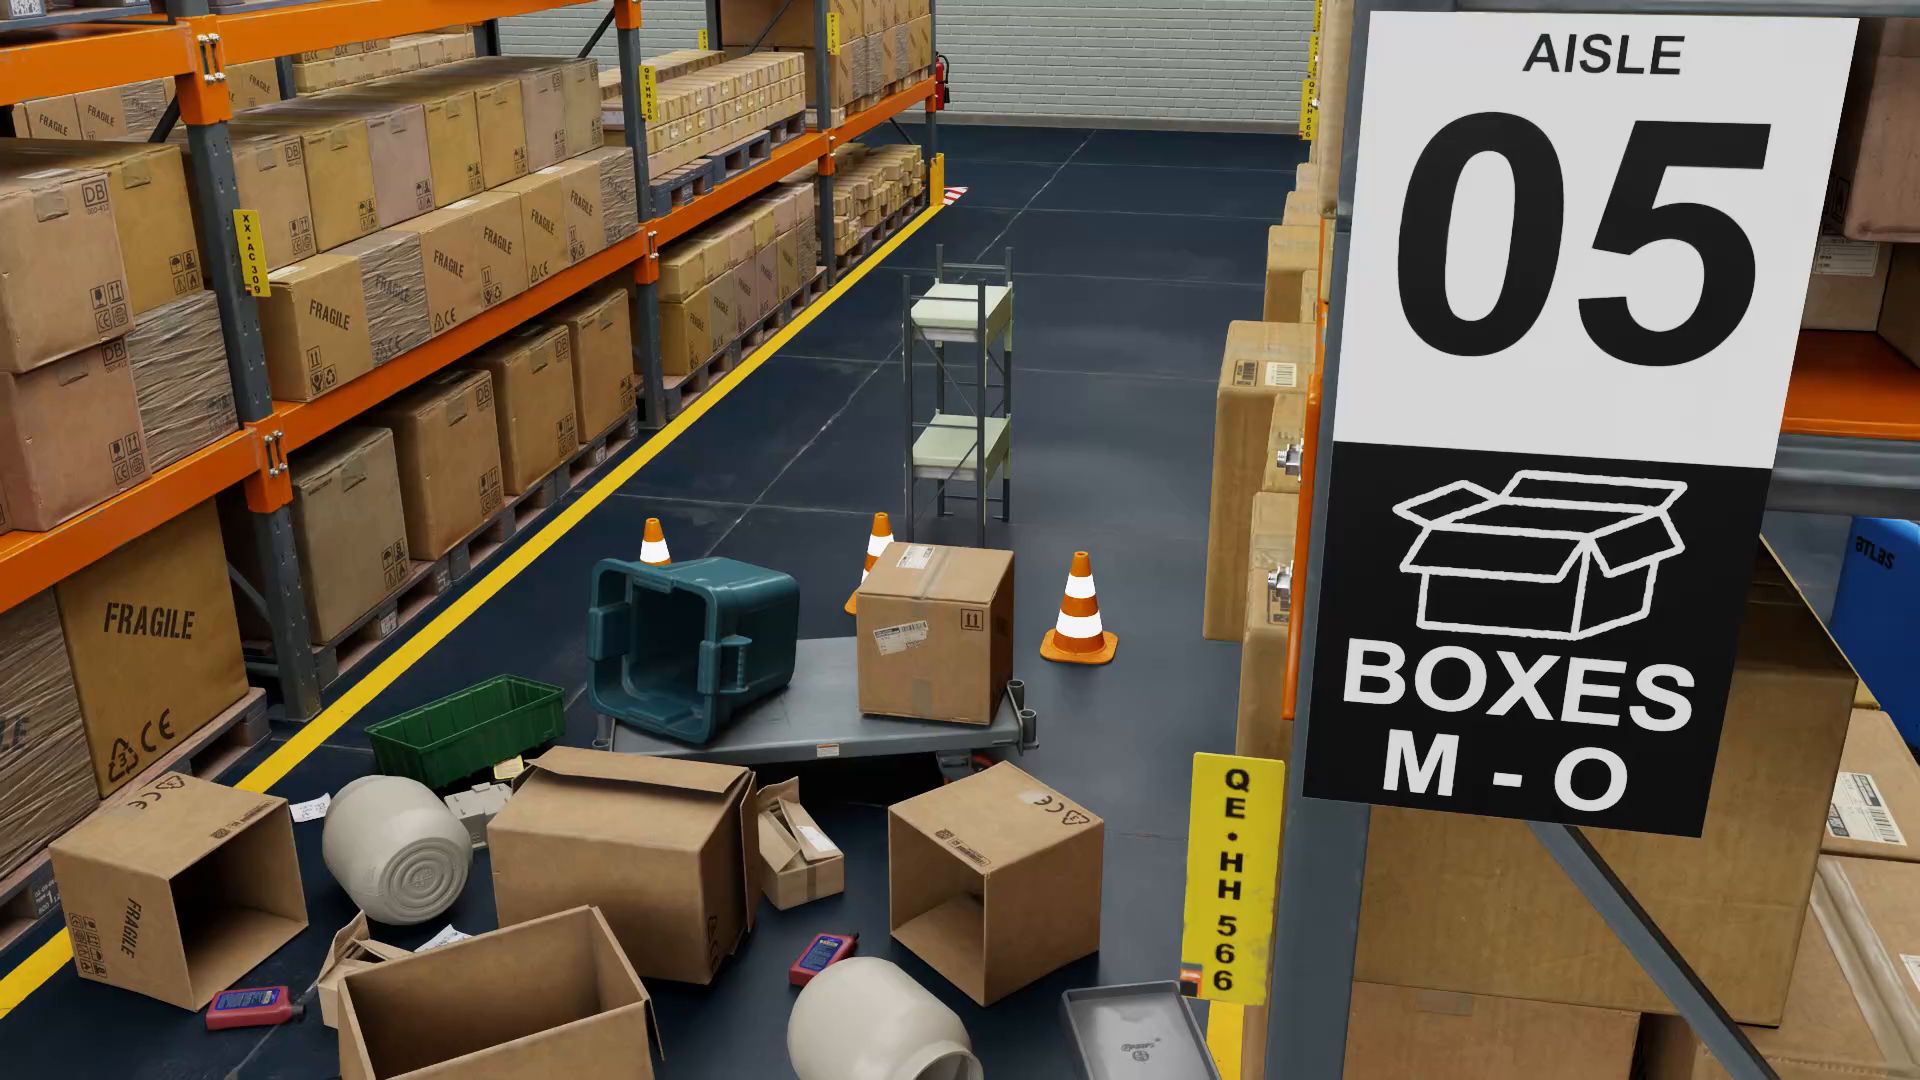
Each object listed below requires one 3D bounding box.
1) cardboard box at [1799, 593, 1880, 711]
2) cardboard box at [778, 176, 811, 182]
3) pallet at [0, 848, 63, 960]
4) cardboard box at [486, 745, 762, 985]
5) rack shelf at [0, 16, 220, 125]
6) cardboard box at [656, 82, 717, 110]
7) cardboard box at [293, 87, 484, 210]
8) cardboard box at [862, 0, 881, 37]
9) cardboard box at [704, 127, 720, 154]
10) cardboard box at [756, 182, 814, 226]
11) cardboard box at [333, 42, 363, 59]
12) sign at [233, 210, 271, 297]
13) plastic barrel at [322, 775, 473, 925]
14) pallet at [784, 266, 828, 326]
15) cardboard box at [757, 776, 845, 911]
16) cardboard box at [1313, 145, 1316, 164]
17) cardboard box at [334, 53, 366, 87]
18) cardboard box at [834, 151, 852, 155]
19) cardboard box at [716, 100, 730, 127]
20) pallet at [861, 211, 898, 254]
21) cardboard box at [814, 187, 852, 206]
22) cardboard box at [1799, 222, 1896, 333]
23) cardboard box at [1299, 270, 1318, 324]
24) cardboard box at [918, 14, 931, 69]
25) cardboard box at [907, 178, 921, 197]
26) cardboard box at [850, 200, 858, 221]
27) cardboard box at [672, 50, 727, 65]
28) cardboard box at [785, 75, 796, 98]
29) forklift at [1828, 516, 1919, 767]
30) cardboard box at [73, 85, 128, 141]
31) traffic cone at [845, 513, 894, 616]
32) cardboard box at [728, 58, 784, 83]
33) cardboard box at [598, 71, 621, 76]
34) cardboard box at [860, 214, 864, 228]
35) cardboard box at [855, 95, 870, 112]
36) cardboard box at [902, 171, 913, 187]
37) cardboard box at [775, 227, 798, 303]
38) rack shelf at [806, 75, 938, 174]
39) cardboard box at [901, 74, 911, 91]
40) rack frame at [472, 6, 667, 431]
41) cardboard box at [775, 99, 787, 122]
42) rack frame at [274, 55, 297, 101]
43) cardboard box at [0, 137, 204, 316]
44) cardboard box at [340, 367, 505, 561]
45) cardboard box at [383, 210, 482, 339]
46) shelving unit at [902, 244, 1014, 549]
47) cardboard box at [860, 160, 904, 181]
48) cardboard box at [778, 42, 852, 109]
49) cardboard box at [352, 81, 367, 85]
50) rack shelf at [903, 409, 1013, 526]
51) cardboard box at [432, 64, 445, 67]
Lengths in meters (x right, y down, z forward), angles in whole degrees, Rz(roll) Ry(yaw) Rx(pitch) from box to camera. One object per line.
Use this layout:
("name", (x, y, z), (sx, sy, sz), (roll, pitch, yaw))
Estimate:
("cardboard box", (1.421, 0.411, 3.285), (0.500, 0.500, 0.500), (4, 22, 10))
("cardboard box", (-1.601, -3.286, 15.456), (0.380, 0.149, 0.250), (3, 22, 8))
("pallet", (-3.681, 1.334, 5.259), (1.003, 0.211, 1.213), (4, 22, 11))
("cardboard box", (-1.090, 1.041, 5.413), (0.797, 0.637, 0.503), (4, 22, 11))
("rack shelf", (-3.611, -1.006, 4.283), (1.077, 0.370, 4.000), (4, 22, 11))
("cardboard box", (-1.888, -3.034, 11.351), (0.380, 0.149, 0.250), (6, 23, 13))
("cardboard box", (-2.796, -1.929, 8.156), (0.700, 0.500, 0.500), (4, 22, 10))
("cardboard box", (-1.016, -4.772, 14.818), (0.500, 0.500, 0.500), (5, 22, 12))
("cardboard box", (-1.883, -2.762, 11.470), (0.380, 0.149, 0.250), (5, 23, 13))
("cardboard box", (-1.475, -2.697, 13.314), (0.500, 0.250, 0.500), (4, 22, 9))
("cardboard box", (-5.949, -4.772, 15.485), (0.500, 0.500, 0.500), (4, 22, 11))
("sign", (-2.659, -1.076, 6.245), (0.100, 0.325, 0.005), (4, 22, 11))
("plastic barrel", (-1.932, 1.048, 5.686), (0.421, 0.421, 0.512), (-16, 27, -35))
("pallet", (-1.728, -2.027, 13.603), (1.003, 0.211, 1.213), (4, 22, 11))
("cardboard box", (-0.604, 1.064, 5.857), (0.258, 0.266, 0.396), (-11, 25, -26))
("cardboard box", (2.431, -2.348, 10.201), (0.500, 0.250, 0.500), (4, 22, 10))
("cardboard box", (-5.947, -4.422, 15.620), (0.500, 0.250, 0.500), (4, 22, 11))
("cardboard box", (-1.309, -3.858, 16.876), (0.380, 0.149, 0.250), (4, 22, 11))
("cardboard box", (-1.830, -2.991, 11.641), (0.380, 0.149, 0.250), (4, 22, 10))
("pallet", (-1.221, -3.007, 16.038), (1.003, 0.211, 1.213), (4, 22, 11))
("cardboard box", (-1.180, -3.056, 14.884), (0.380, 0.149, 0.250), (4, 22, 10))
("cardboard box", (1.199, -0.350, 2.029), (0.380, 0.149, 0.250), (4, 22, 9))
("cardboard box", (1.090, -0.278, 3.659), (0.700, 0.500, 0.500), (4, 22, 11))
("cardboard box", (-0.594, -5.068, 16.891), (0.500, 0.500, 0.500), (5, 22, 12))
("cardboard box", (-0.611, -3.630, 17.106), (0.380, 0.149, 0.250), (5, 23, 13))
("cardboard box", (-1.147, -3.013, 15.176), (0.380, 0.149, 0.250), (3, 22, 8))
("cardboard box", (-2.101, -3.850, 13.376), (0.380, 0.149, 0.250), (6, 23, 14))
("cardboard box", (-1.511, -3.564, 13.064), (0.380, 0.149, 0.250), (5, 22, 11))
("forklift", (4.165, -0.017, 4.973), (1.130, 2.935, 3.031), (-4, 22, -9))
("cardboard box", (-6.652, -3.137, 12.494), (0.500, 0.500, 0.500), (4, 22, 10))
("traffic cone", (-0.373, 0.095, 7.997), (0.336, 0.463, 0.334), (4, 22, 11))
("cardboard box", (-1.570, -3.605, 12.767), (0.380, 0.149, 0.250), (4, 22, 9))
("cardboard box", (-2.415, -3.278, 11.956), (0.380, 0.149, 0.250), (5, 23, 13))
("cardboard box", (-1.104, -2.976, 15.482), (0.380, 0.149, 0.250), (4, 22, 9))
("cardboard box", (-1.032, -3.955, 14.995), (0.380, 0.149, 0.250), (5, 22, 12))
("cardboard box", (-0.687, -3.673, 16.815), (0.380, 0.149, 0.250), (4, 22, 9))
("cardboard box", (-1.580, -2.163, 12.993), (0.500, 0.500, 0.500), (4, 22, 10))
("rack shelf", (-1.162, -4.003, 15.740), (1.077, 0.370, 4.000), (4, 22, 11))
("cardboard box", (-0.697, -4.535, 16.434), (0.380, 0.149, 0.250), (5, 22, 12))
("rack frame", (-2.386, -2.142, 10.157), (1.000, 3.000, 0.127), (4, 22, 11))
("cardboard box", (-1.563, -3.337, 12.898), (0.380, 0.149, 0.250), (4, 22, 11))
("rack frame", (-6.405, -4.020, 14.820), (1.000, 3.000, 0.127), (4, 22, 11))
("cardboard box", (-3.312, -1.117, 5.967), (0.875, 0.550, 0.550), (4, 22, 11))
("cardboard box", (-2.963, -0.417, 8.323), (1.050, 0.750, 0.750), (4, 22, 11))
("cardboard box", (-2.625, -1.265, 7.845), (0.500, 0.500, 0.500), (4, 22, 11))
("shelving unit", (-0.001, -0.693, 8.567), (0.431, 1.500, 0.755), (4, 22, 11))
("cardboard box", (-0.765, -3.619, 16.282), (0.380, 0.149, 0.250), (5, 23, 13))
("cardboard box", (-1.222, -3.951, 14.117), (0.500, 0.500, 0.500), (4, 22, 10))
("cardboard box", (-5.860, -4.275, 15.790), (0.380, 0.149, 0.250), (4, 22, 9))
("rack shelf", (-0.001, -0.391, 8.689), (0.431, 0.370, 0.720), (4, 22, 11))
("cardboard box", (-5.546, -4.837, 17.186), (0.380, 0.149, 0.250), (4, 22, 10))
